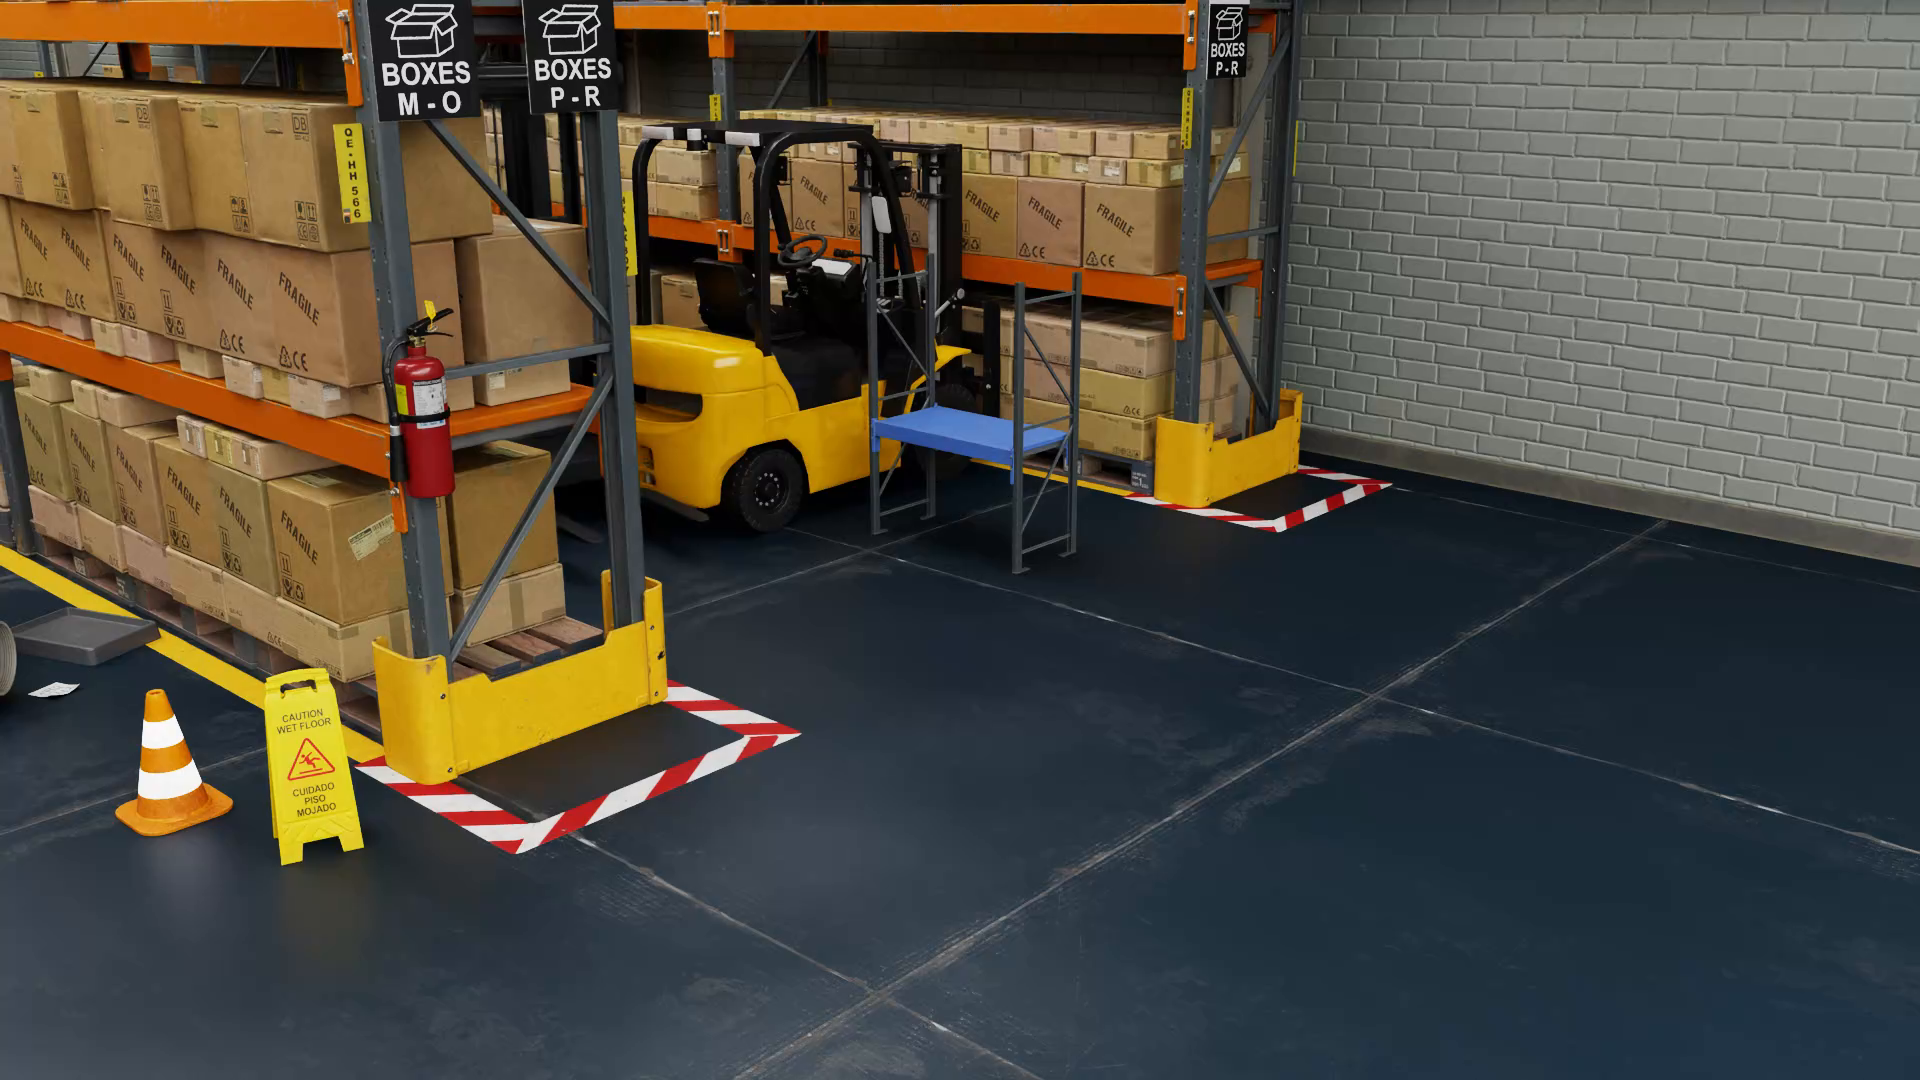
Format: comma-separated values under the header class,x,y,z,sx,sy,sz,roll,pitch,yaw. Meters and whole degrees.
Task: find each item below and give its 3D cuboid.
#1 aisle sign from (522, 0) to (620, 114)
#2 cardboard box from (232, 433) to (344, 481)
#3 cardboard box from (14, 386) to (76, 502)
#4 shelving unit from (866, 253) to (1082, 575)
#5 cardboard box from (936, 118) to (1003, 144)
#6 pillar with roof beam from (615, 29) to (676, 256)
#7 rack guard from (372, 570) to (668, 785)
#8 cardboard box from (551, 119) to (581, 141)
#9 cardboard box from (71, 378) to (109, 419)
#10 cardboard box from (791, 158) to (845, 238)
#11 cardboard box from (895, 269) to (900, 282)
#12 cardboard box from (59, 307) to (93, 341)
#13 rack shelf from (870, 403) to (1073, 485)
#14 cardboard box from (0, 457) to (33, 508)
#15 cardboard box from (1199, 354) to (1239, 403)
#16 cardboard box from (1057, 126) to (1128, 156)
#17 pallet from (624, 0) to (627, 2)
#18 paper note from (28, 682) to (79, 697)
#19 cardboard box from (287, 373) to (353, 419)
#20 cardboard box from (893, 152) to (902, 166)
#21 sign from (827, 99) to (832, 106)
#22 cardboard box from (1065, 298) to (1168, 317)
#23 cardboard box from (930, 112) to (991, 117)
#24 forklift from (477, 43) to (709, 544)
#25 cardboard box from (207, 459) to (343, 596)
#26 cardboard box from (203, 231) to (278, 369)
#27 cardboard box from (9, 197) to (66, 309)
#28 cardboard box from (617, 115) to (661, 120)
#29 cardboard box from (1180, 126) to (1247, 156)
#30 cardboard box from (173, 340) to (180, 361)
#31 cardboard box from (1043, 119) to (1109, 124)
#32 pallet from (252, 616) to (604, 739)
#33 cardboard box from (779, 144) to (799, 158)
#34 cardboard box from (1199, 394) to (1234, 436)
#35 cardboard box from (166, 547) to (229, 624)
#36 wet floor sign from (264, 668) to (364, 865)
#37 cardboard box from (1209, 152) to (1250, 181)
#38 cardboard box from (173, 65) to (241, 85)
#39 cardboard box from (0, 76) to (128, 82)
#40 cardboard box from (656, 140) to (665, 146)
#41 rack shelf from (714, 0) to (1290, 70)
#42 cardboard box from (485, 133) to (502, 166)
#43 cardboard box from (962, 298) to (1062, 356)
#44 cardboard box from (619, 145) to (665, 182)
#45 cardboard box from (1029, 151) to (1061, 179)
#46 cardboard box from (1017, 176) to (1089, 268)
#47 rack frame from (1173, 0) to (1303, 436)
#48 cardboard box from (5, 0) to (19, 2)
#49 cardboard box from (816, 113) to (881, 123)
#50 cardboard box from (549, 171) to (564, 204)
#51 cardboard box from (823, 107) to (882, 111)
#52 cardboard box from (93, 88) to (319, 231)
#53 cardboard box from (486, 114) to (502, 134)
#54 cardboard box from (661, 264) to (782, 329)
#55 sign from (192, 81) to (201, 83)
class,x,y,z,sx,sy,sz,roll,pitch,yaw
aisle sign,-1.415,-1.953,6.008,0.004,0.787,0.394,15,23,39
cardboard box,-2.758,-0.372,6.866,0.250,0.149,0.380,16,24,41
cardboard box,-4.397,-0.527,8.424,0.500,0.500,0.500,16,24,42
shelving unit,0.064,-0.698,8.831,1.048,1.500,0.538,15,23,39
cardboard box,0.066,-2.609,10.645,0.250,0.149,0.380,15,23,40
pillar with roof beam,-5.643,-5.214,10.663,0.400,9.000,9.100,15,23,39
rack guard,-1.724,0.520,6.646,0.348,0.500,1.175,15,23,39
cardboard box,-2.995,-3.244,13.136,0.250,0.149,0.380,14,23,38
cardboard box,-3.957,-0.694,7.880,0.250,0.149,0.380,16,24,41
cardboard box,-0.808,-2.381,11.492,0.500,0.500,0.500,16,23,40
cardboard box,-0.481,-1.796,12.009,0.500,0.250,0.500,15,23,38
cardboard box,-4.032,-1.061,7.910,0.250,0.149,0.380,16,24,41
rack shelf,0.064,-0.526,8.885,1.000,0.185,0.538,15,23,39
cardboard box,-5.053,-0.511,9.414,0.625,0.372,0.950,15,23,40
cardboard box,1.411,-1.049,10.483,0.500,0.250,0.500,16,23,40
cardboard box,0.799,-2.391,9.959,0.250,0.149,0.380,16,23,40
pallet,-2.953,-4.386,13.326,1.213,0.211,1.003,16,24,42
paper note,-3.849,0.632,7.069,0.148,0.019,0.142,7,19,21
cardboard box,-2.352,-0.589,6.423,0.250,0.149,0.380,15,23,39
cardboard box,-0.365,-2.553,10.959,0.250,0.149,0.380,14,22,38
sign,-0.999,-3.159,12.545,0.005,0.325,0.100,15,23,39
cardboard box,1.015,-1.385,10.714,0.500,0.250,0.500,15,23,39
cardboard box,0.009,-2.821,11.313,0.250,0.149,0.380,15,23,39
forklift,-2.505,-1.593,9.285,1.130,2.935,3.031,-13,22,-36
cardboard box,-2.832,-0.109,7.107,0.500,0.500,0.500,16,24,41
cardboard box,-2.627,-0.994,6.627,0.500,0.500,0.500,15,23,39
cardboard box,-4.124,-1.402,7.912,0.500,0.500,0.500,15,23,39
cardboard box,-2.597,-3.375,13.551,0.250,0.149,0.380,15,23,40
cardboard box,1.516,-2.394,9.967,0.250,0.149,0.380,14,23,38
cardboard box,-3.219,-0.874,7.323,0.250,0.149,0.380,15,23,39
cardboard box,0.747,-2.604,10.630,0.250,0.149,0.380,16,24,41
pallet,-2.308,0.487,7.229,1.213,0.211,1.003,15,23,39
cardboard box,-1.108,-2.765,11.626,0.250,0.149,0.380,16,23,41
cardboard box,1.388,-0.812,10.563,0.500,0.250,0.500,15,23,39
cardboard box,-3.227,0.143,7.552,0.500,0.250,0.500,14,22,37
wet floor sign,-2.235,0.746,5.693,0.267,0.644,0.232,-9,20,-27
cardboard box,1.544,-2.263,10.047,0.250,0.149,0.380,14,23,38
cardboard box,-8.287,-4.976,18.349,0.500,0.500,0.500,14,23,38
cardboard box,-4.473,-1.988,8.106,0.500,0.500,0.700,15,23,39
cardboard box,-2.123,-3.067,12.579,0.250,0.149,0.380,15,23,39
rack shelf,0.129,-3.268,10.681,4.000,0.370,1.077,15,23,39
cardboard box,-3.815,-3.308,13.997,0.500,0.250,0.500,16,24,41
cardboard box,0.304,-1.368,10.662,0.500,0.250,0.500,15,23,40
cardboard box,-2.293,-2.892,12.687,0.500,0.250,0.500,14,23,38
cardboard box,0.638,-2.306,10.180,0.250,0.149,0.380,15,23,39
cardboard box,0.701,-1.973,10.205,0.500,0.500,0.500,16,24,41
rack frame,1.625,-1.780,9.761,0.127,3.000,1.000,15,23,39
cardboard box,-4.171,-2.561,7.679,0.250,0.149,0.380,15,23,39
cardboard box,-0.749,-2.794,11.228,0.250,0.149,0.380,16,23,40
cardboard box,-3.039,-2.862,13.418,0.500,0.250,0.500,16,24,41
cardboard box,-0.767,-3.026,11.958,0.250,0.149,0.380,14,23,38
cardboard box,-3.017,-1.558,6.751,0.500,0.500,0.700,15,23,39
cardboard box,-3.702,-3.463,13.829,0.250,0.149,0.380,15,23,40
cardboard box,-1.764,-1.753,12.909,0.625,0.625,0.875,16,24,42
sign,-7.705,-4.477,16.830,0.005,0.325,0.100,15,23,39
